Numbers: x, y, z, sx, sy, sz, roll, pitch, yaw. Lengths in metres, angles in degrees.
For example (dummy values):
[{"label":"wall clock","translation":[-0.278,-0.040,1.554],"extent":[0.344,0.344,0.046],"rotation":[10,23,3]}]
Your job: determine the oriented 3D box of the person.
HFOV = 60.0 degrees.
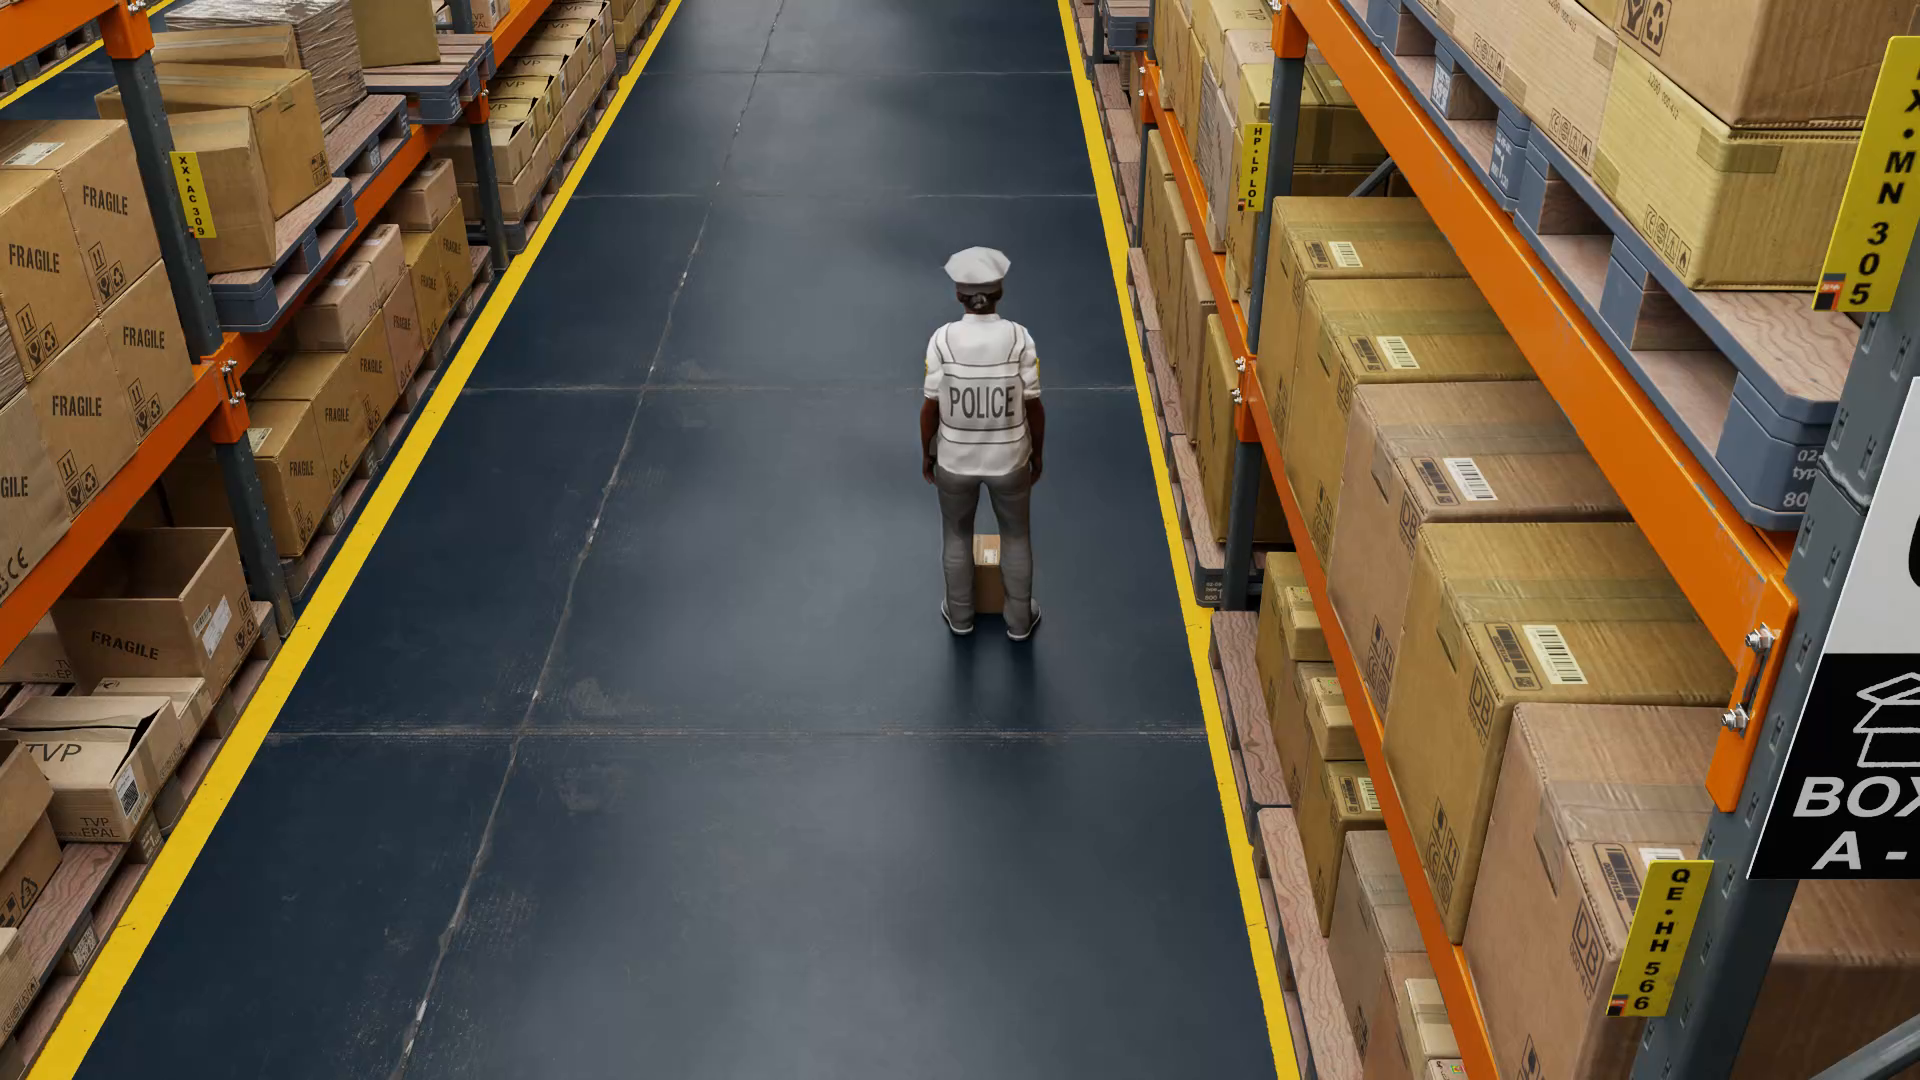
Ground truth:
[{"label":"person","translation":[0.096,-0.335,6.677],"extent":[0.505,1.659,0.416],"rotation":[0,32,0]}]
